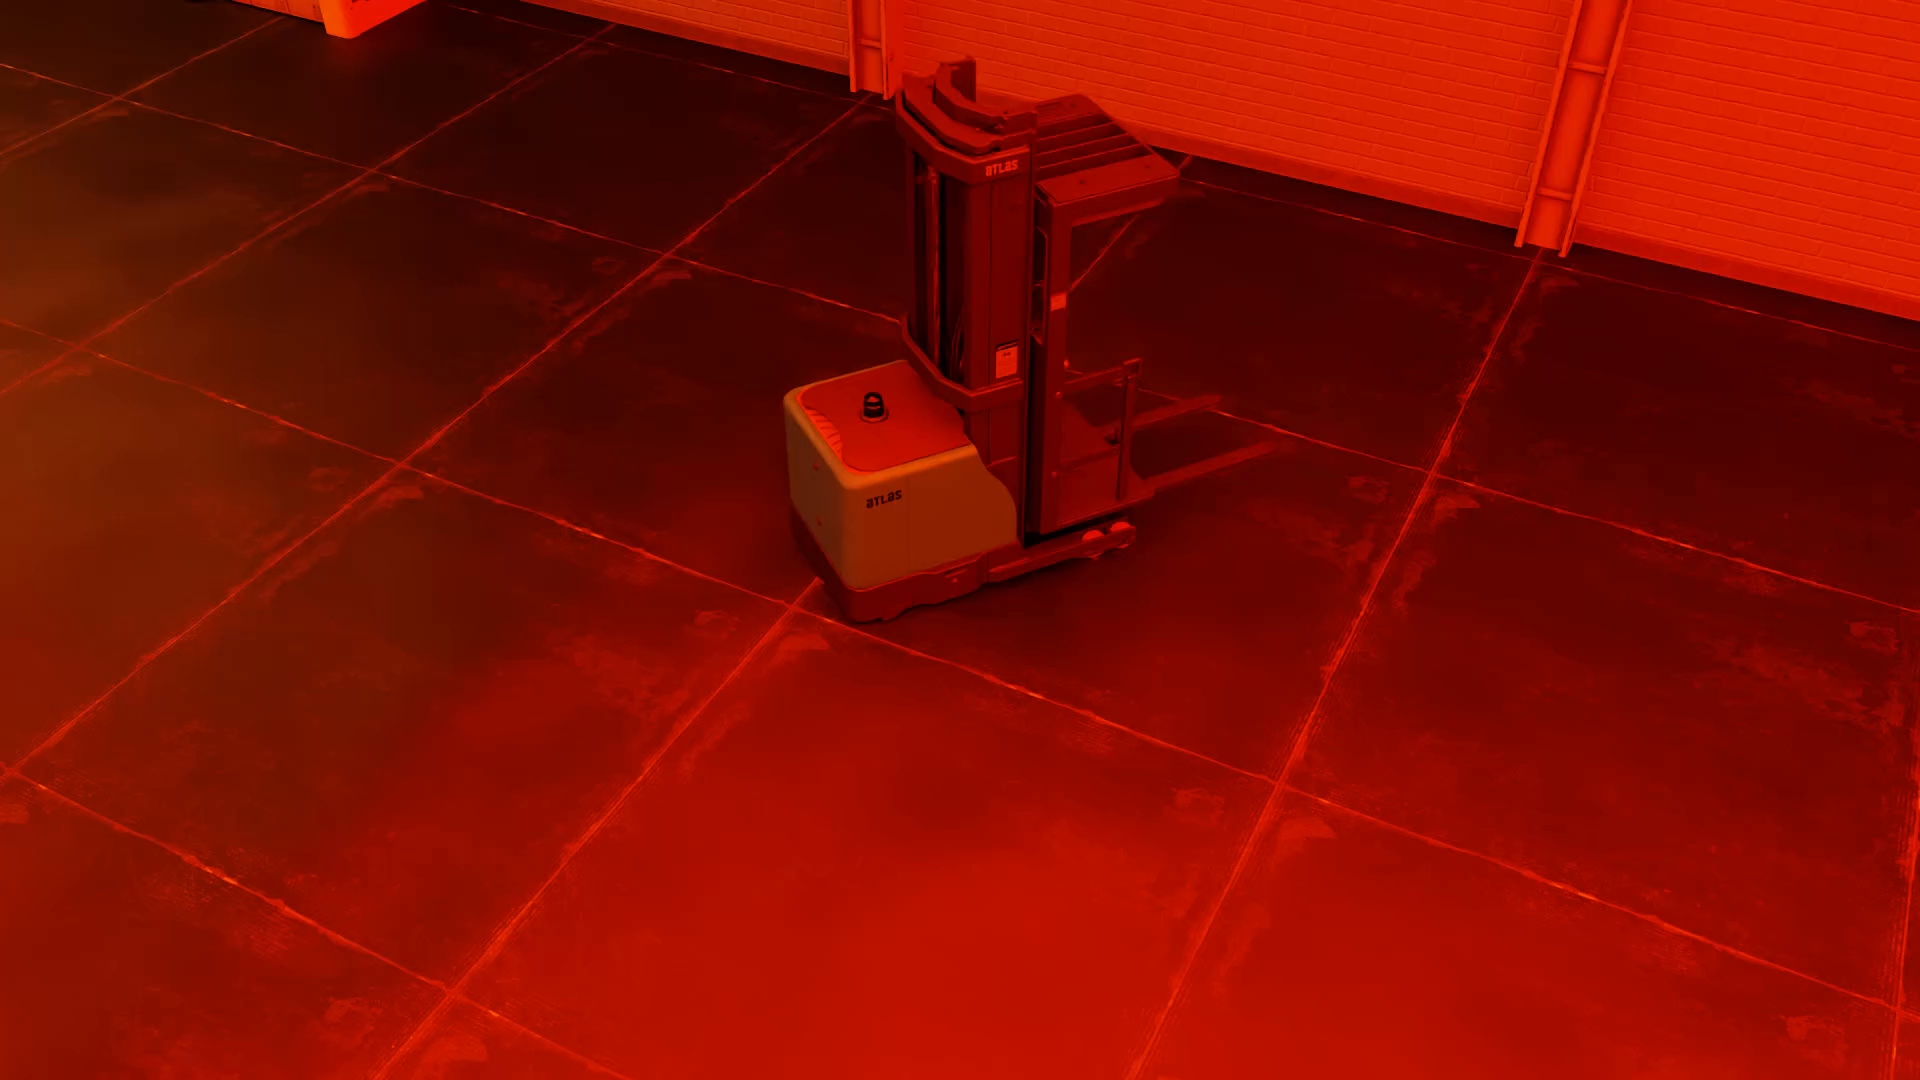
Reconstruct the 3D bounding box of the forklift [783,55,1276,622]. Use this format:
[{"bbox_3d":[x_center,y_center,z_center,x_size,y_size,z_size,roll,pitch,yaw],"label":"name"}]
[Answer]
[{"bbox_3d":[0.513,-1.303,9.533,3.031,2.935,1.130,-18,43,-20],"label":"forklift"}]
